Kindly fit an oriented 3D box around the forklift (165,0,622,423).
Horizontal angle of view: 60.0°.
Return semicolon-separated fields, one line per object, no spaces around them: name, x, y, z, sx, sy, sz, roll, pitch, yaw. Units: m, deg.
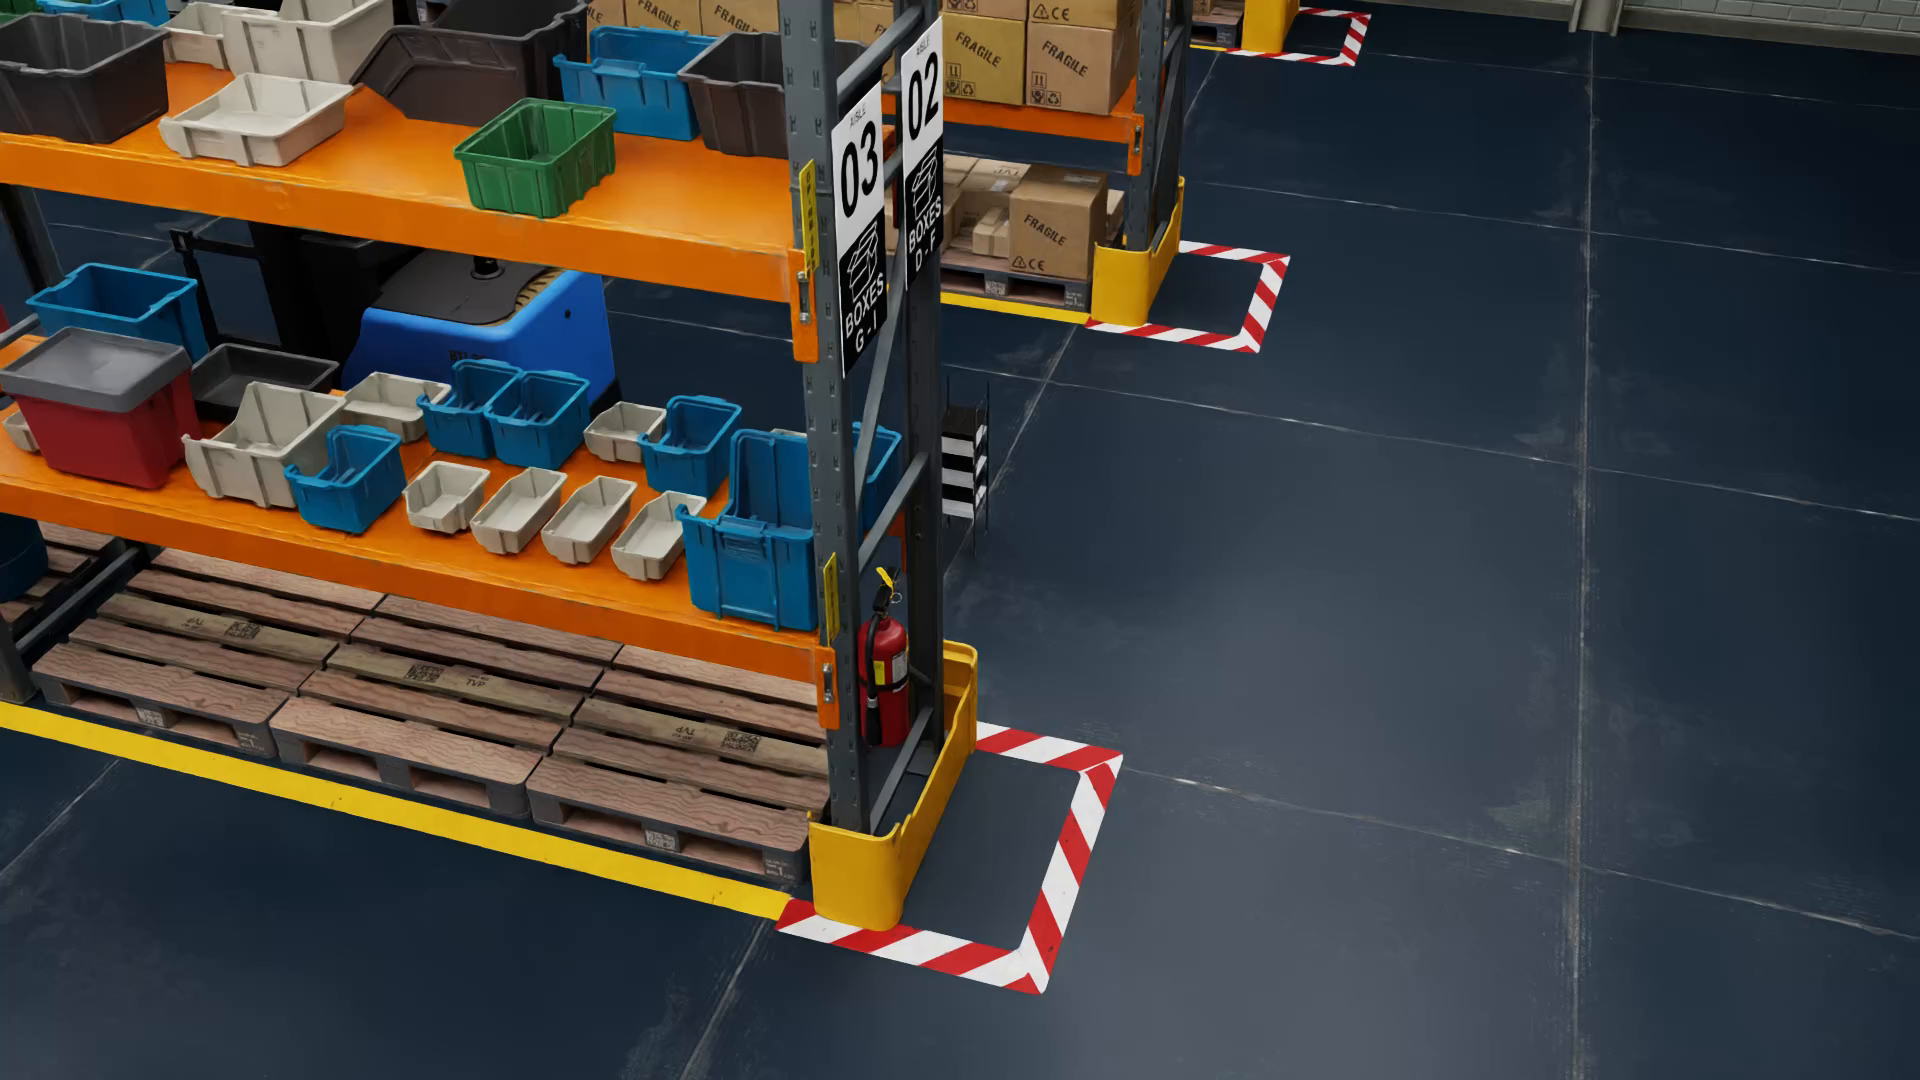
forklift;-3.451;-1.850;8.475;3.031;2.935;1.130;11;38;14

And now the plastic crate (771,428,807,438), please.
plastic crate;-0.694;-0.302;6.487;0.298;0.136;0.250;10;38;14

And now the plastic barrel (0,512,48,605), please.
plastic barrel;-4.607;-0.188;7.575;0.708;0.901;0.600;10;38;14

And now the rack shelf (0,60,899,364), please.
rack shelf;-2.184;-1.323;5.778;4.000;0.370;1.077;10;38;14

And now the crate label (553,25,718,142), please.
crate label;-1.059;-1.545;5.598;0.502;0.251;0.408;10;38;14

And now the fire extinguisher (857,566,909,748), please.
fire extinguisher;-0.266;0.414;5.721;0.183;0.674;0.296;10;38;14

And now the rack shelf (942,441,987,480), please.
rack shelf;0.008;-0.407;8.133;0.200;0.077;0.258;10;38;14

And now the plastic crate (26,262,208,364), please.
plastic crate;-3.546;-0.886;7.071;0.575;0.384;0.392;10;38;14

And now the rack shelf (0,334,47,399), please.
rack shelf;-6.002;-0.822;7.628;4.000;0.370;1.077;10;38;14

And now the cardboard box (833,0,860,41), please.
cardboard box;-0.755;-3.088;10.016;0.500;0.500;0.500;10;38;13

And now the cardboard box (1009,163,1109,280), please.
cardboard box;0.613;-1.980;10.332;0.500;0.500;0.500;10;38;14

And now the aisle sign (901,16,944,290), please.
aisle sign;-0.118;-1.253;5.414;0.004;0.787;0.394;10;38;14

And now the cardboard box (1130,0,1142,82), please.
cardboard box;0.861;-3.121;10.060;0.500;0.500;0.500;11;38;15

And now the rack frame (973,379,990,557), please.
rack frame;0.105;-0.343;8.142;0.006;0.900;0.240;10;38;14

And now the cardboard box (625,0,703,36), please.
cardboard box;-1.717;-3.267;10.259;0.500;0.500;0.500;11;38;15

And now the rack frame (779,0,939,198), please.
rack frame;-0.275;-2.467;4.195;0.127;3.000;1.000;10;38;14

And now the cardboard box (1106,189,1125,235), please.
cardboard box;0.909;-2.150;10.860;0.250;0.149;0.380;10;38;14

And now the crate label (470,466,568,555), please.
crate label;-1.653;-0.105;6.219;0.243;0.136;0.396;10;38;14

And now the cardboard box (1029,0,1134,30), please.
cardboard box;0.699;-3.219;9.350;0.500;0.500;0.500;10;38;13

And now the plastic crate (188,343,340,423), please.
plastic crate;-2.944;-0.625;6.936;0.590;0.125;0.437;10;38;14

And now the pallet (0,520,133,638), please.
pallet;-4.817;0.205;7.978;1.213;0.211;1.003;10;38;14

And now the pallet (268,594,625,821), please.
pallet;-2.211;0.688;7.322;1.213;0.211;1.003;10;38;14

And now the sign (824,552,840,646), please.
sign;-0.423;0.198;5.498;0.005;0.325;0.100;10;38;14

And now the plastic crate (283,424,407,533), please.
plastic crate;-2.312;-0.225;6.301;0.300;0.233;0.416;10;38;14

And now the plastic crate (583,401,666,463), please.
plastic crate;-1.341;-0.422;6.650;0.298;0.136;0.250;10;38;14

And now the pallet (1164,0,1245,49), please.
pallet;1.893;-4.630;14.548;1.213;0.211;1.003;10;38;14

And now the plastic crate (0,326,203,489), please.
plastic crate;-3.315;-0.508;6.490;0.583;0.464;0.402;10;38;14

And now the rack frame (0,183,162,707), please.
rack frame;-4.093;-0.758;6.934;0.127;3.000;1.000;10;38;14

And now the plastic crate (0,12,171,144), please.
plastic crate;-2.989;-1.538;5.575;0.590;0.269;0.497;10;38;14

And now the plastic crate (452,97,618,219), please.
plastic crate;-1.301;-1.186;5.164;0.336;0.188;0.450;10;38;14

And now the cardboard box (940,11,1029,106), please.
cardboard box;0.201;-2.908;9.771;0.500;0.500;0.500;11;38;14

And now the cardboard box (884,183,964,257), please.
cardboard box;-0.285;-2.064;10.657;0.500;0.250;0.500;10;38;14

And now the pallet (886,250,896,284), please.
pallet;-0.789;-2.100;11.110;1.213;0.211;1.003;10;38;14

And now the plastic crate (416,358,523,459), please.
plastic crate;-1.956;-0.523;6.706;0.300;0.233;0.416;10;38;14

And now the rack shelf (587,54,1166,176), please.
rack shelf;-0.703;-2.916;10.474;4.000;0.370;1.077;10;38;14

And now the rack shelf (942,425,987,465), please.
rack shelf;0.008;-0.479;8.079;0.200;0.077;0.258;10;38;14

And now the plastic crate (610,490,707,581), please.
plastic crate;-1.107;-0.010;6.090;0.243;0.136;0.396;10;38;14

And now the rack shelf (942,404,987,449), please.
rack shelf;0.008;-0.552;8.026;0.200;0.077;0.258;10;38;14

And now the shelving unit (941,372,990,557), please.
shelving unit;0.008;-0.361;8.166;0.210;0.900;0.258;10;38;14

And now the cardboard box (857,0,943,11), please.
cardboard box;-0.280;-3.397;9.591;0.500;0.500;0.500;11;38;15

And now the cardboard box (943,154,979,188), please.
cardboard box;-0.183;-2.356;11.054;0.500;0.250;0.500;10;38;14

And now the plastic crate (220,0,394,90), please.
plastic crate;-2.298;-1.777;5.889;0.530;0.282;0.437;10;38;14

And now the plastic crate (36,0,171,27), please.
plastic crate;-3.129;-1.918;6.121;0.300;0.233;0.416;10;38;14

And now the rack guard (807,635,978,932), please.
rack guard;-0.248;0.953;6.719;0.348;0.500;1.175;10;38;14
